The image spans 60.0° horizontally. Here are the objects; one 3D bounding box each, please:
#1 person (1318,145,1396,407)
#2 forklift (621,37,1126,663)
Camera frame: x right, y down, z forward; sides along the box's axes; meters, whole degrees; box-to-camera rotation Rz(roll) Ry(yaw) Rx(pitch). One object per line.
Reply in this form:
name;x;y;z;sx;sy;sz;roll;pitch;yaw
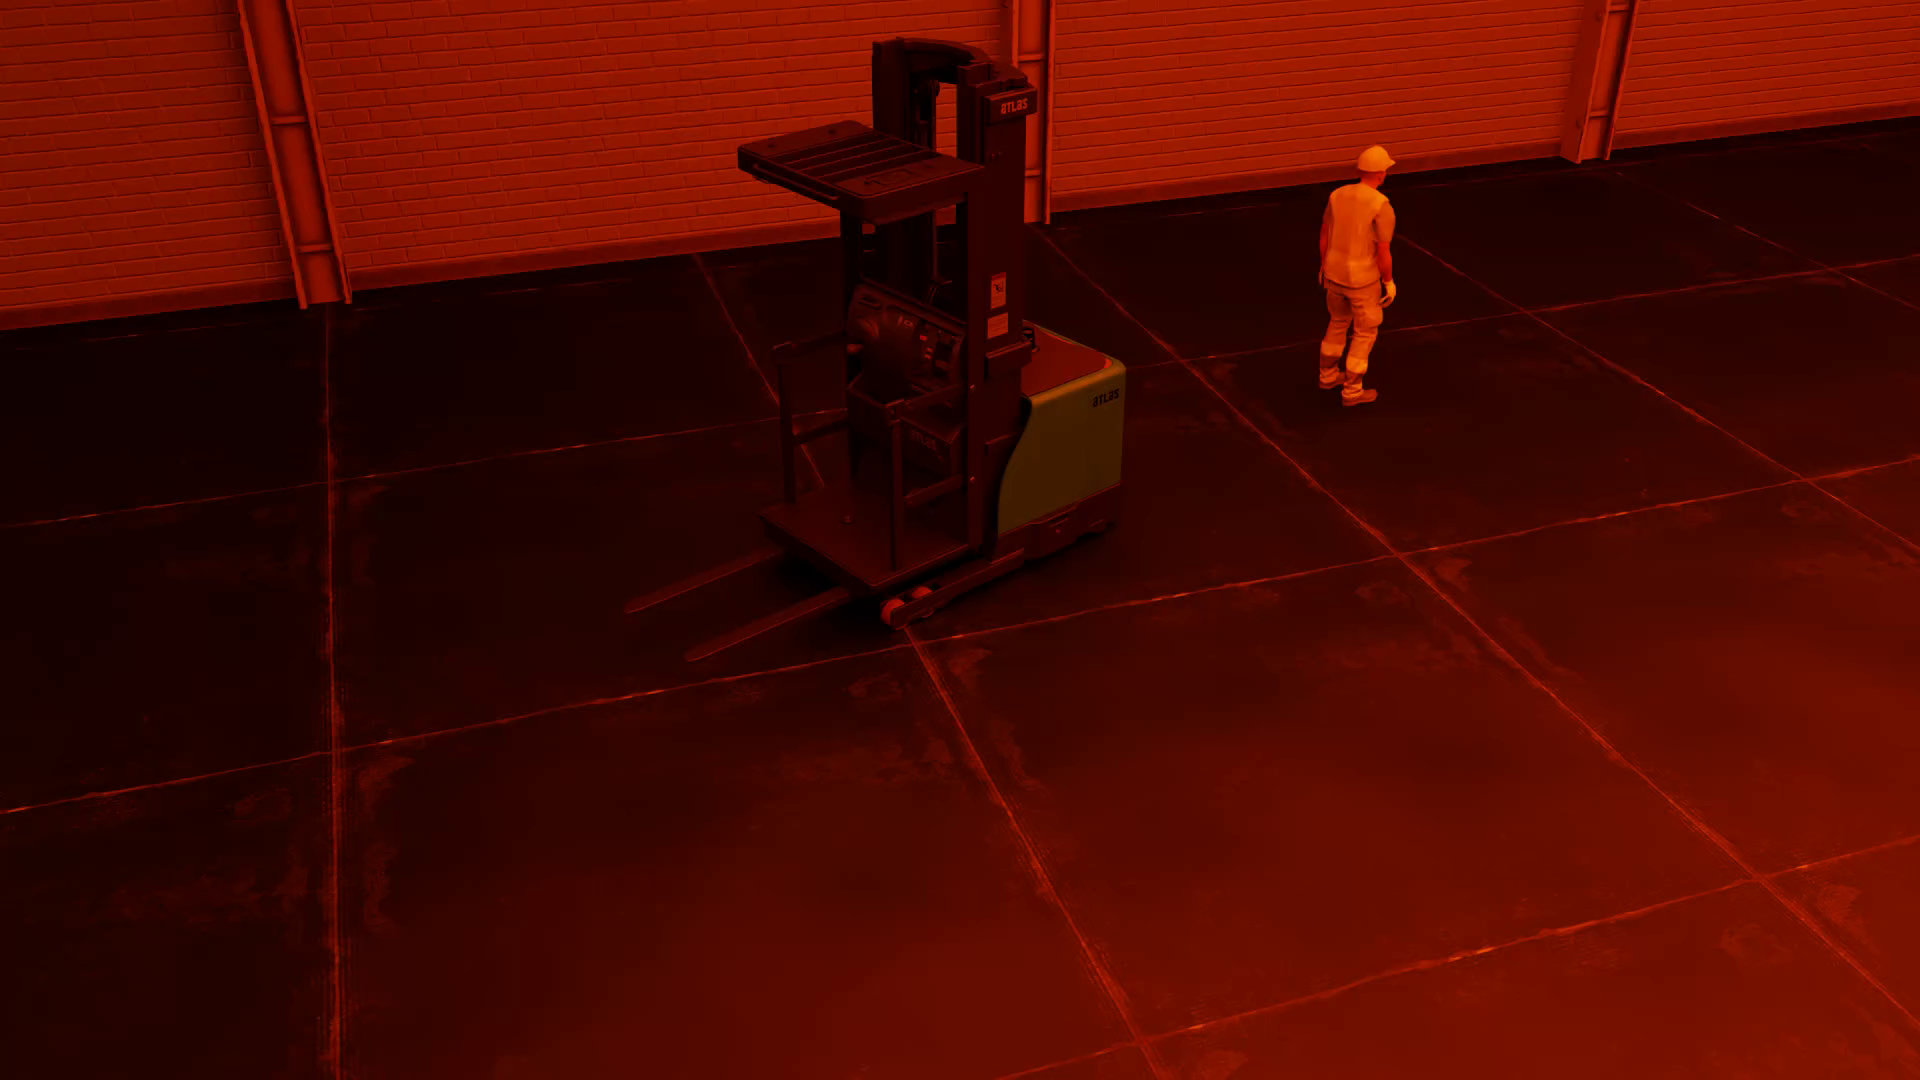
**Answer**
person;2.722;-1.805;11.385;0.438;1.778;0.608;-20;36;-31
forklift;-0.461;-1.072;8.951;3.031;2.935;1.130;-23;37;-34
